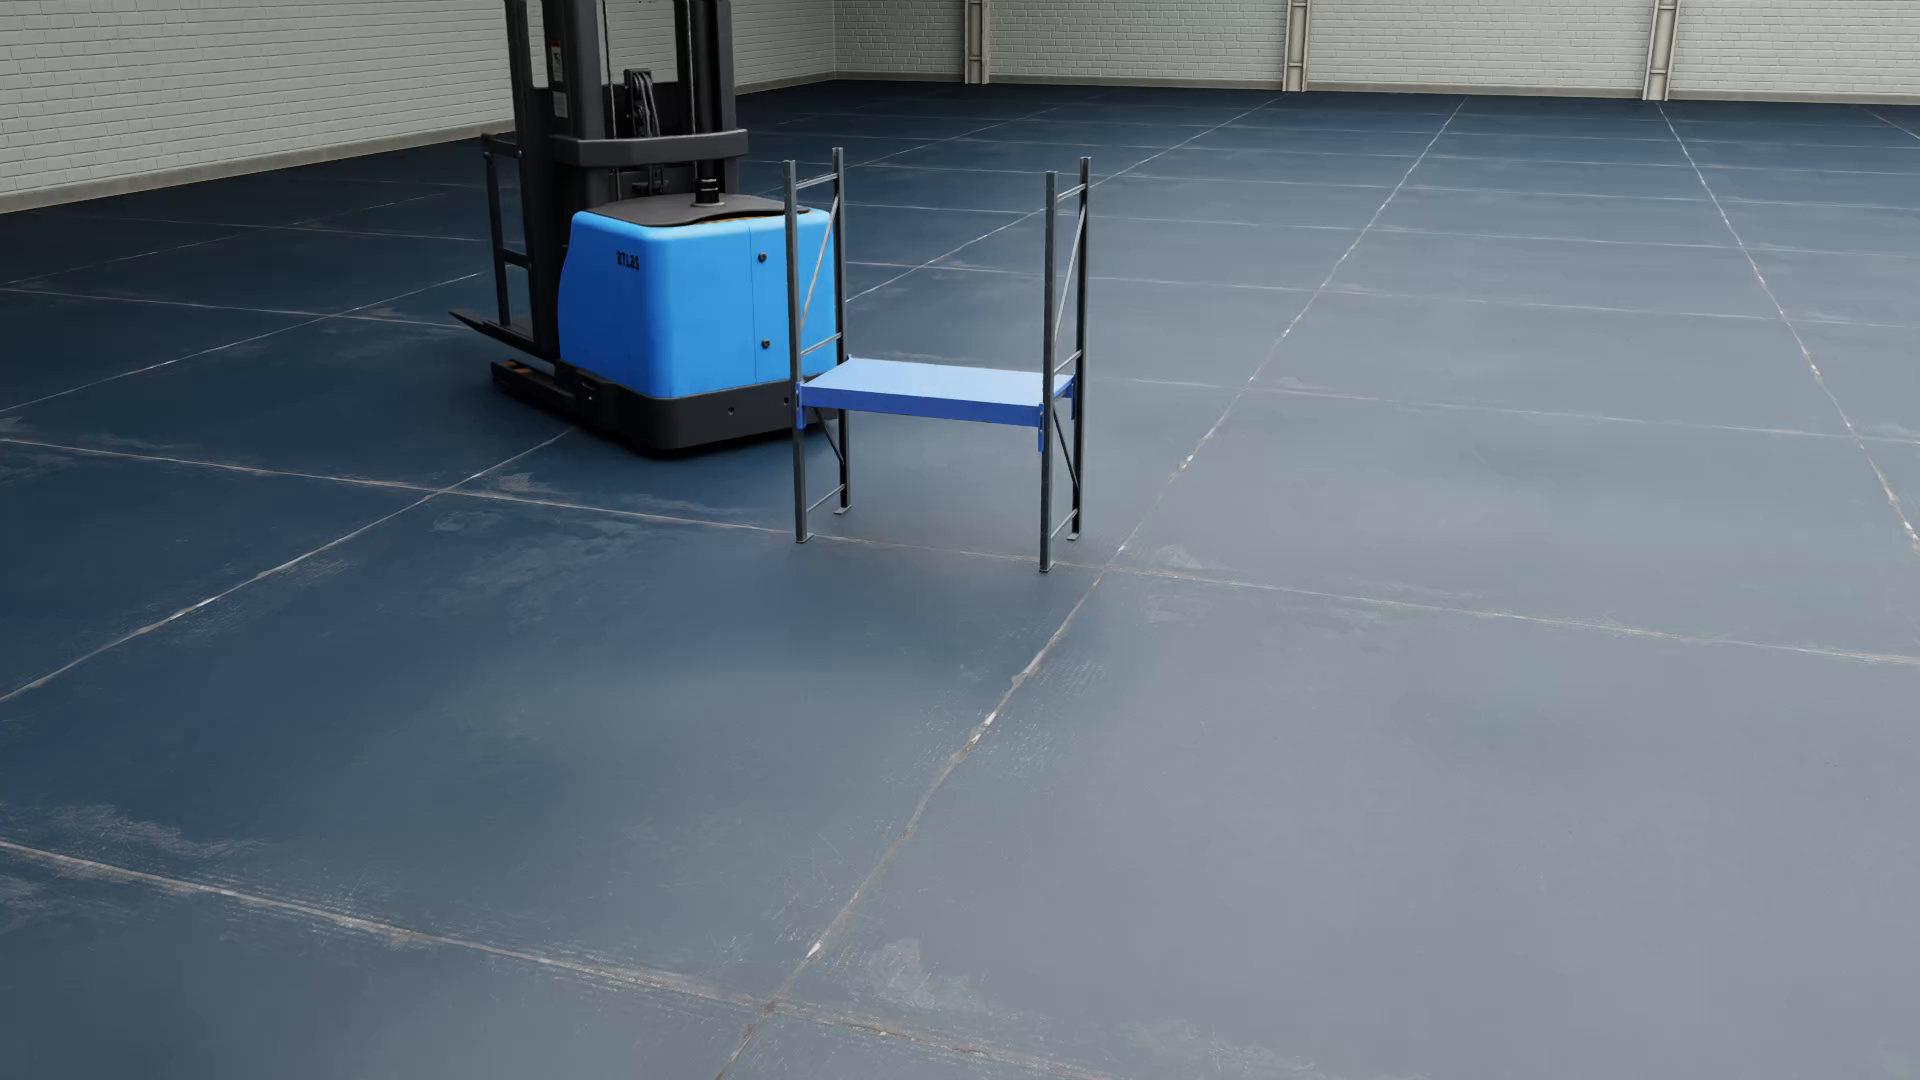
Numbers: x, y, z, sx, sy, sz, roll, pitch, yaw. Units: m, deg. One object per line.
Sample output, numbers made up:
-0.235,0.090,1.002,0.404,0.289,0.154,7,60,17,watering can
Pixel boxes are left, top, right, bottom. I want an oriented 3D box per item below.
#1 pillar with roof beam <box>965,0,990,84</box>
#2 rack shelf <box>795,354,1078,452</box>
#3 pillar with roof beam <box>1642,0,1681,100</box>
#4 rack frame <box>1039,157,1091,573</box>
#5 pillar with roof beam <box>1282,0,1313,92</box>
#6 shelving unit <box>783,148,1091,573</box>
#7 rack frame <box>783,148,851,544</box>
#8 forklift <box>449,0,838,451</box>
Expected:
-1.090,-11.603,26.307,0.400,9.000,9.100,7,20,18,pillar with roof beam
-0.081,-0.548,6.531,1.000,0.185,0.538,7,20,18,rack shelf
10.245,-10.307,22.589,0.400,9.000,9.100,7,20,18,pillar with roof beam
0.400,-0.663,6.314,0.032,1.500,0.500,7,20,18,rack frame
4.578,-10.955,24.448,0.400,9.000,9.100,7,20,18,pillar with roof beam
-0.081,-0.717,6.472,1.048,1.500,0.538,7,20,18,shelving unit
-0.561,-0.772,6.629,0.032,1.500,0.500,7,20,18,rack frame
-1.876,-2.219,8.606,1.130,2.935,3.031,-14,24,-35,forklift
